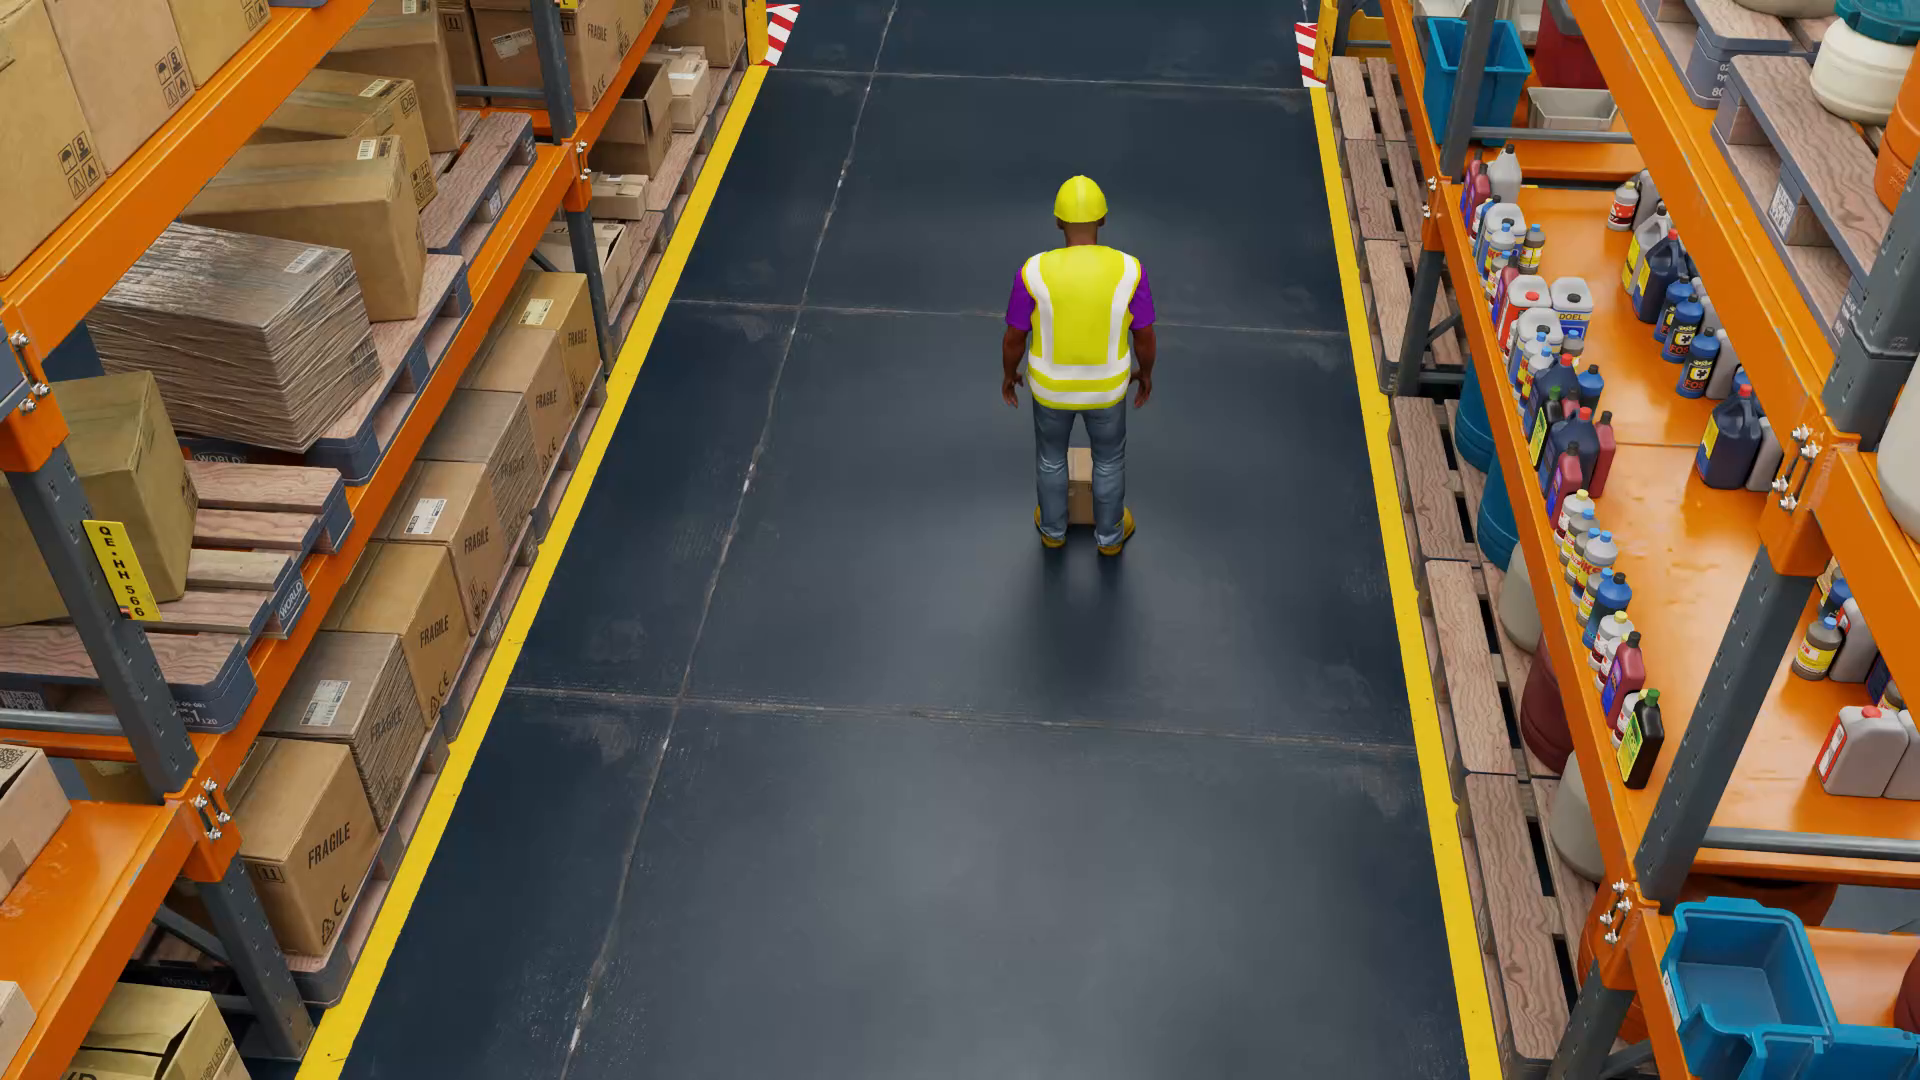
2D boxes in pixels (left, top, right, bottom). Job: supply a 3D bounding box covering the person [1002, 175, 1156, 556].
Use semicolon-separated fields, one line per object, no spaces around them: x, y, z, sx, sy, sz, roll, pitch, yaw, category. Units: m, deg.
0.493;-0.685;6.963;0.636;1.761;0.454;1;40;2;person
